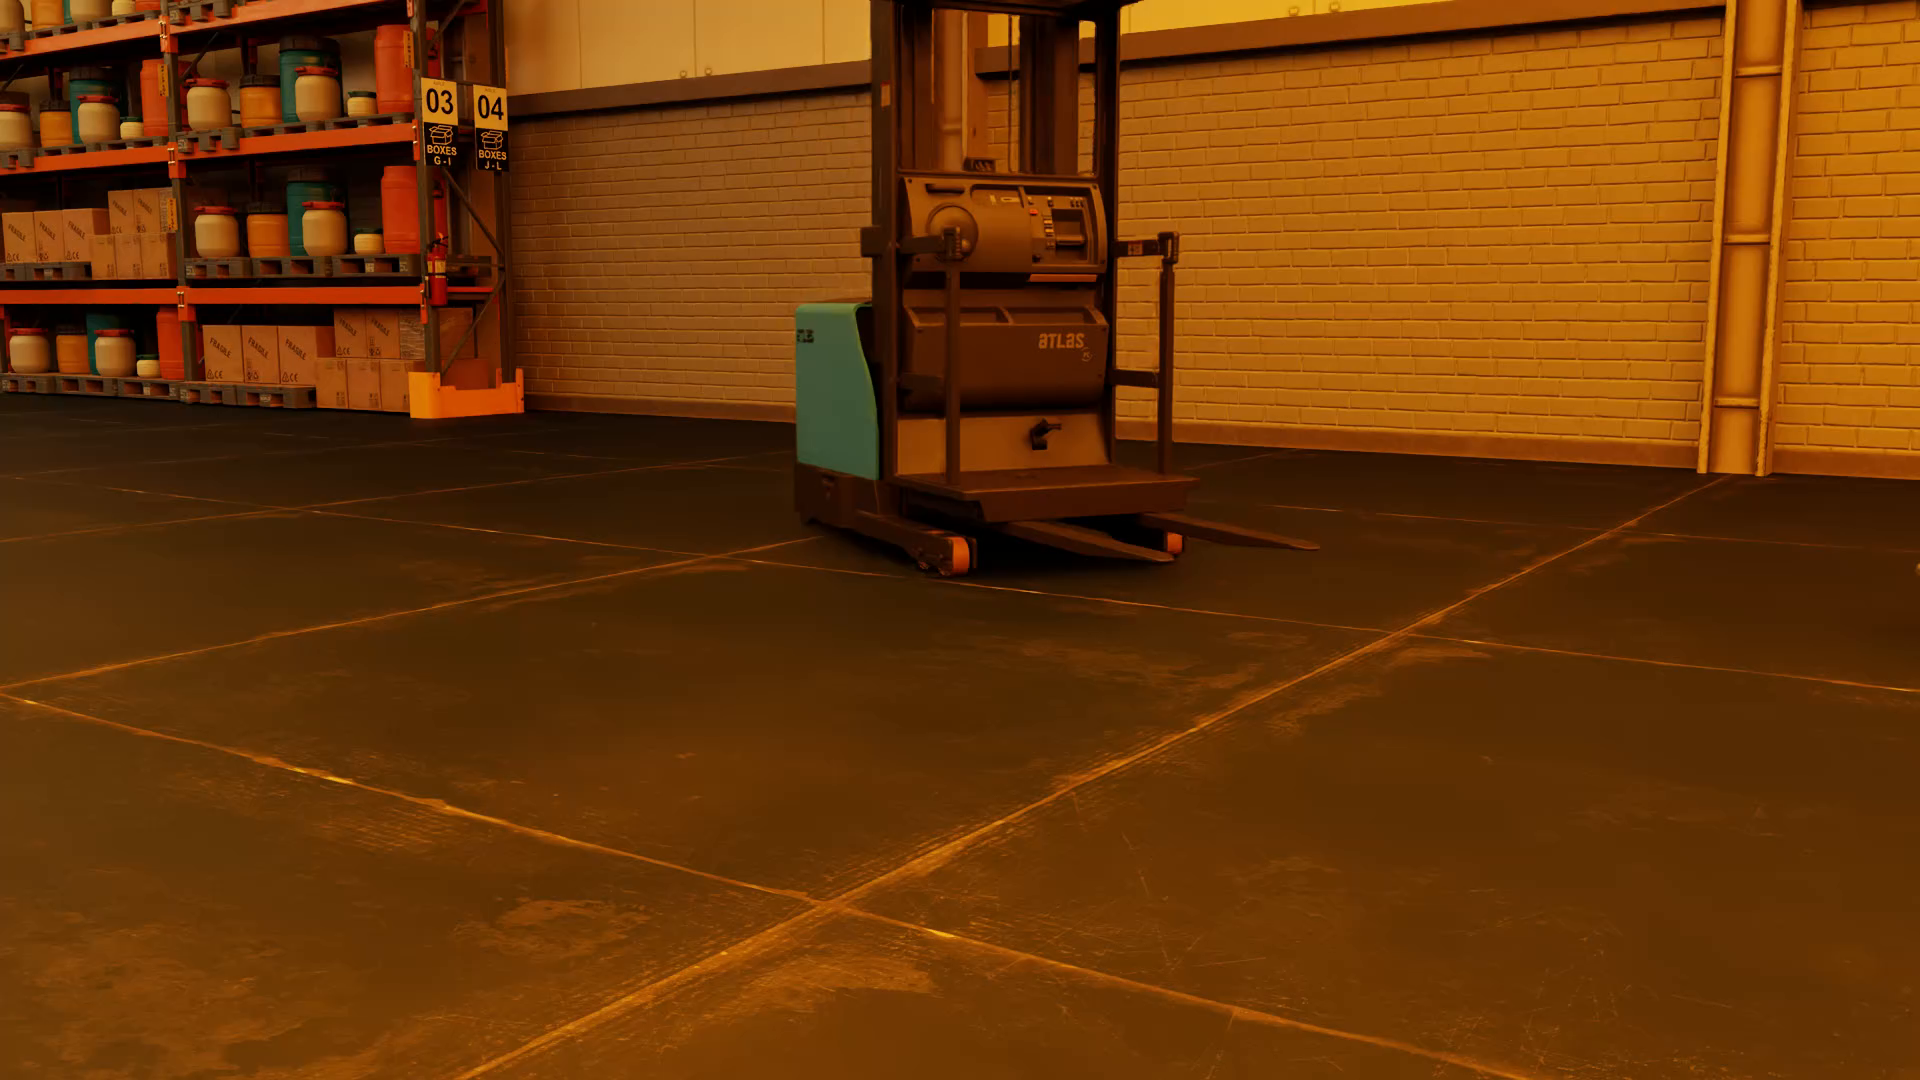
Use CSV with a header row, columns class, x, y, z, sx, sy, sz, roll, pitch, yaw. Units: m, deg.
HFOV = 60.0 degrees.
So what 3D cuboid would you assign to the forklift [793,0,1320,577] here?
class,x,y,z,sx,sy,sz,roll,pitch,yaw
forklift,0.296,-1.373,6.849,1.130,2.935,3.031,-4,9,-26
